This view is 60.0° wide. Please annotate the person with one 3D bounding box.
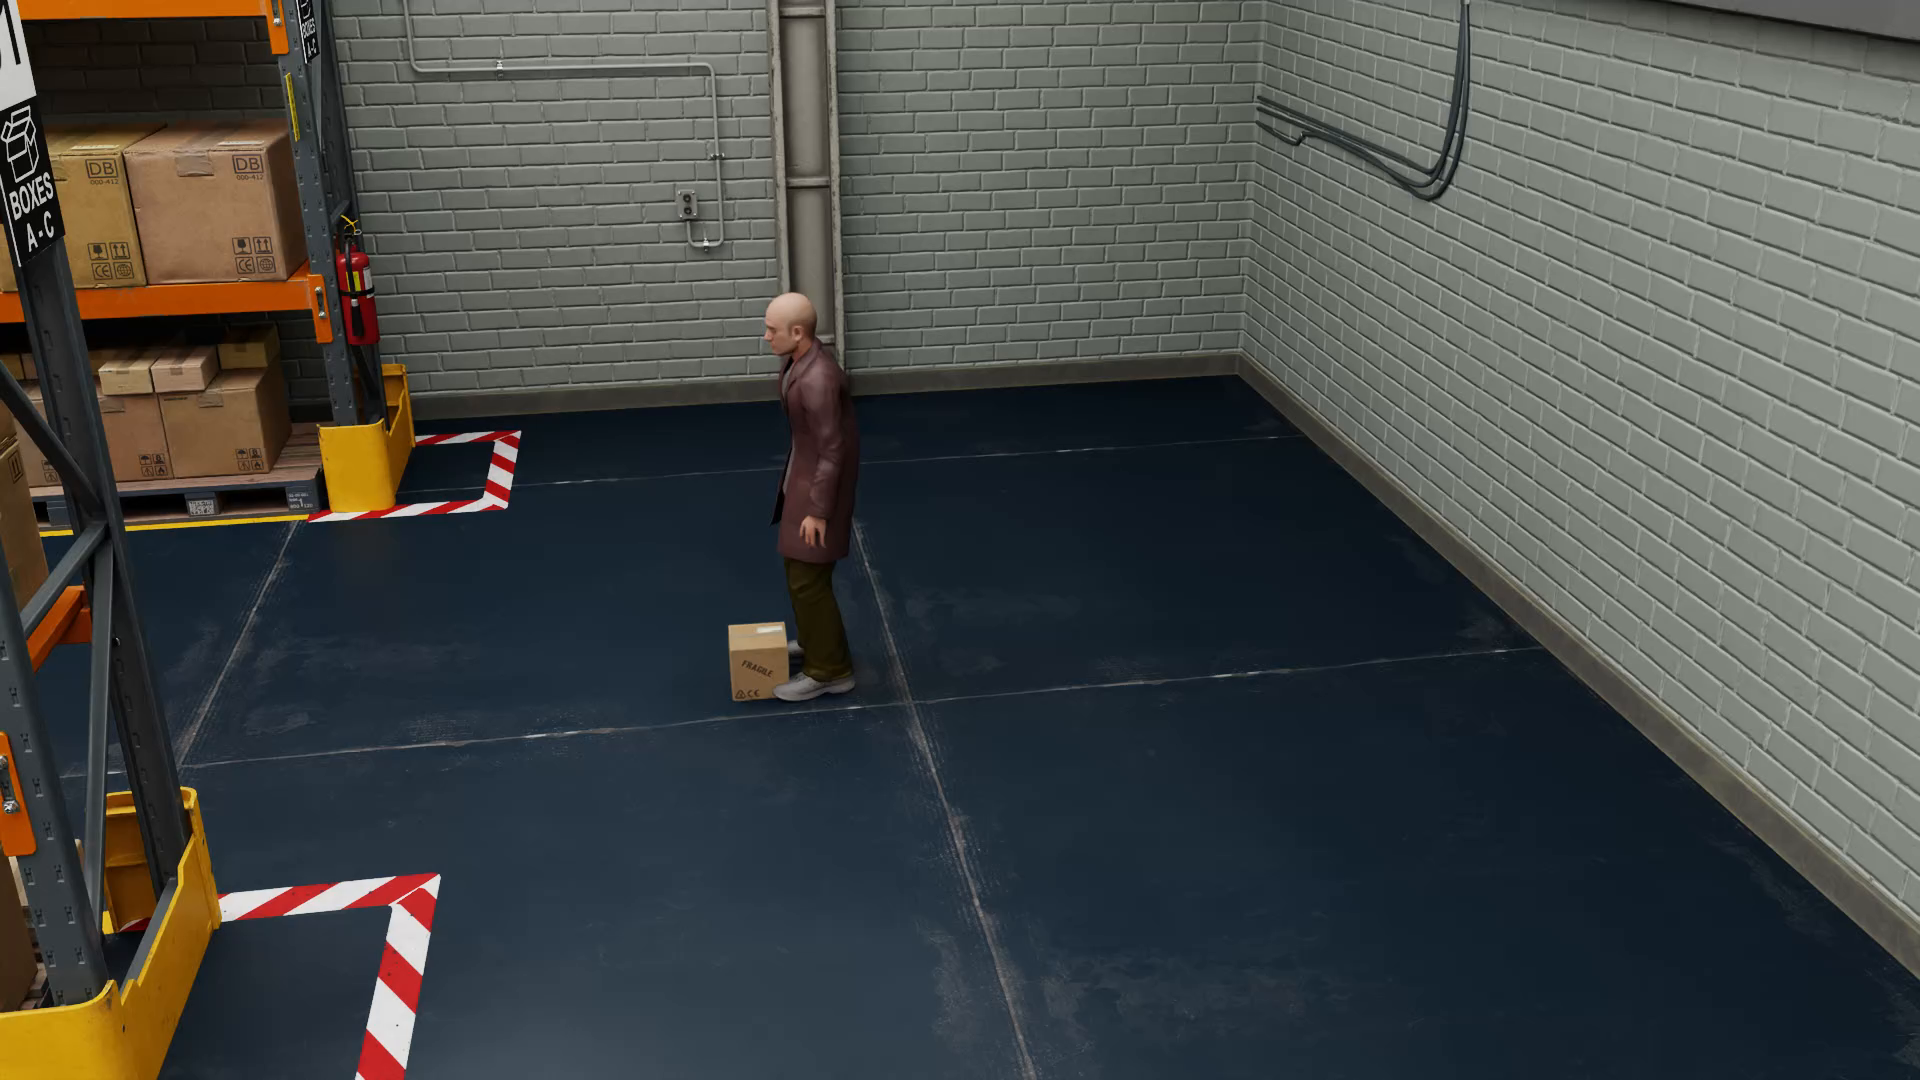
[{"bbox_3d":[-0.639,-0.190,7.064,0.428,1.772,0.640,-5,24,-12],"label":"person"}]
